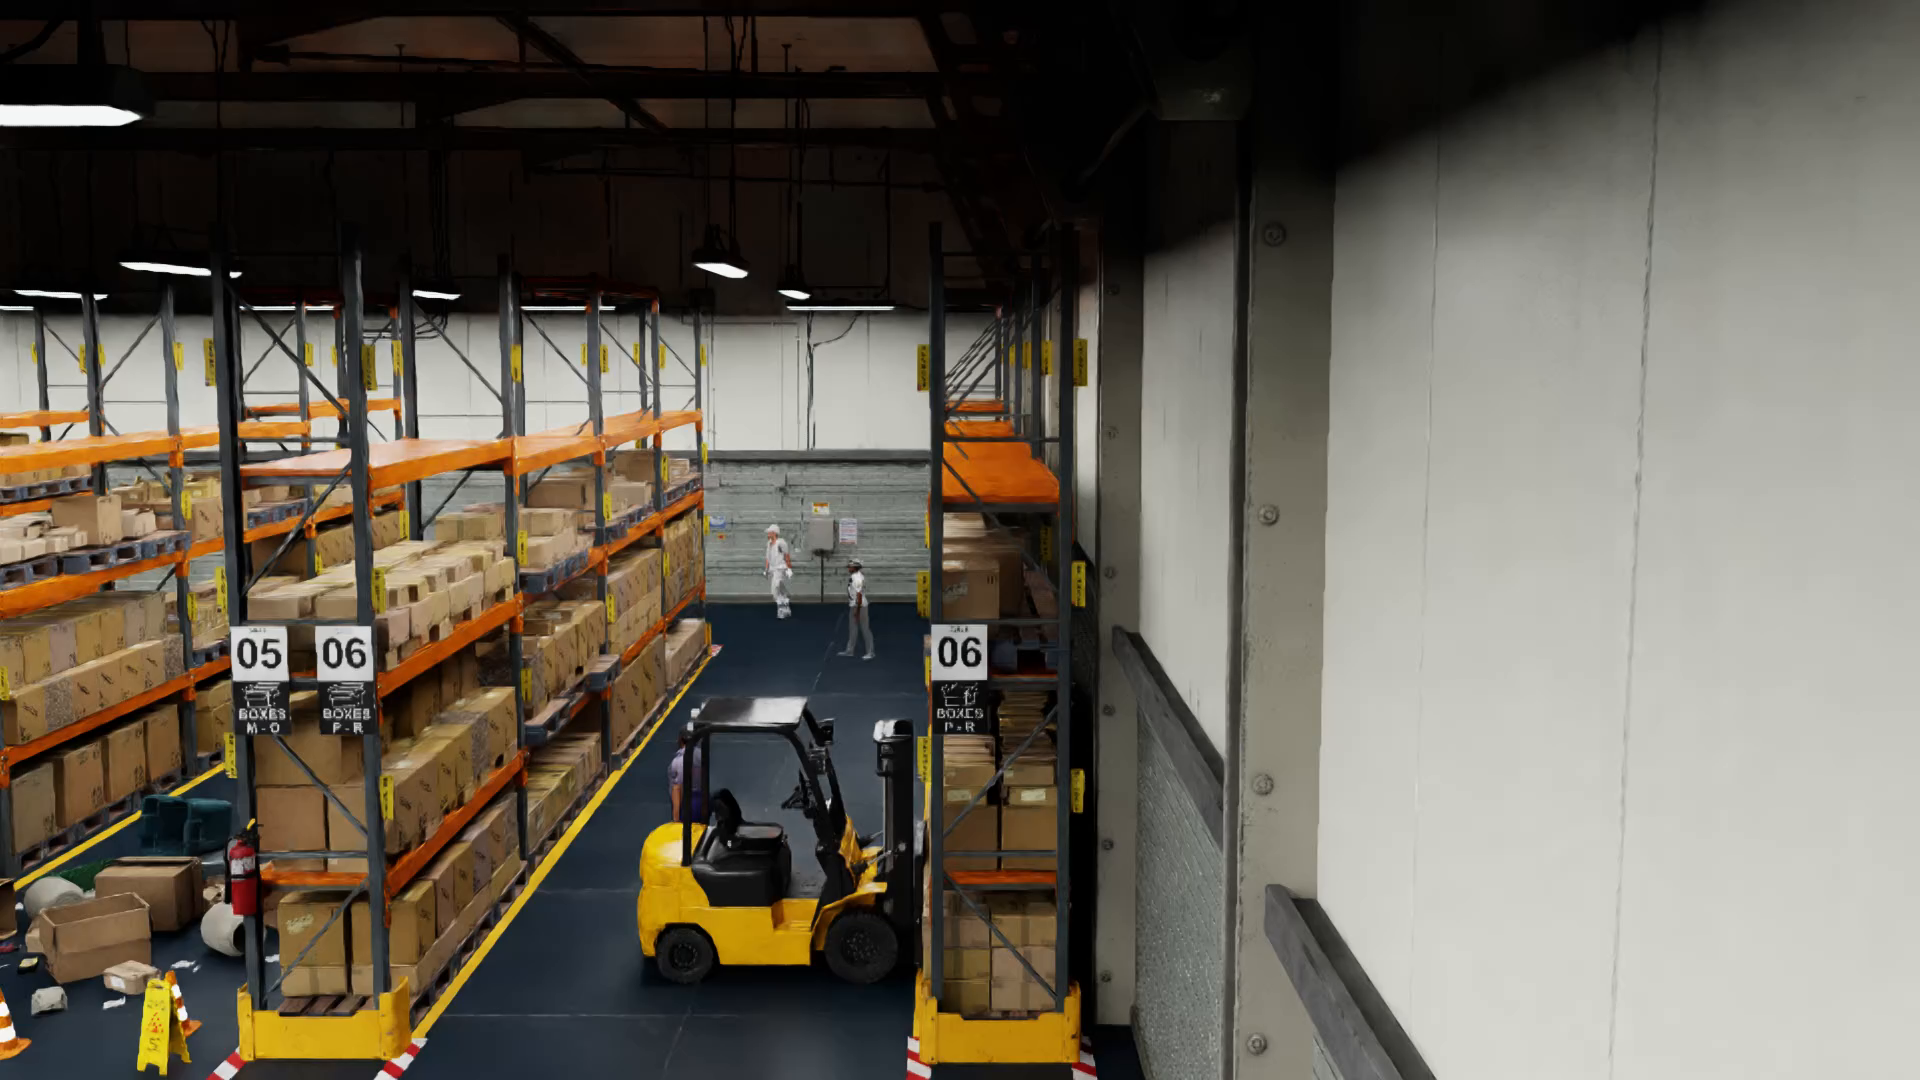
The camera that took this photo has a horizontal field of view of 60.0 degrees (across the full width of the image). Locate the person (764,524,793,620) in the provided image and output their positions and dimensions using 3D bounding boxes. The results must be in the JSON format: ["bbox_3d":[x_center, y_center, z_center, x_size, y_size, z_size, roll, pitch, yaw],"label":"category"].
[{"bbox_3d":[-3.449,0.587,31.584,0.484,1.775,0.628,-5,8,-38],"label":"person"}]

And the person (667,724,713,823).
[{"bbox_3d":[-2.583,2.530,15.611,0.507,1.647,0.567,3,7,24],"label":"person"}]

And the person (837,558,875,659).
[{"bbox_3d":[-1.727,1.120,27.587,0.601,1.656,0.594,-1,7,-12],"label":"person"}]
